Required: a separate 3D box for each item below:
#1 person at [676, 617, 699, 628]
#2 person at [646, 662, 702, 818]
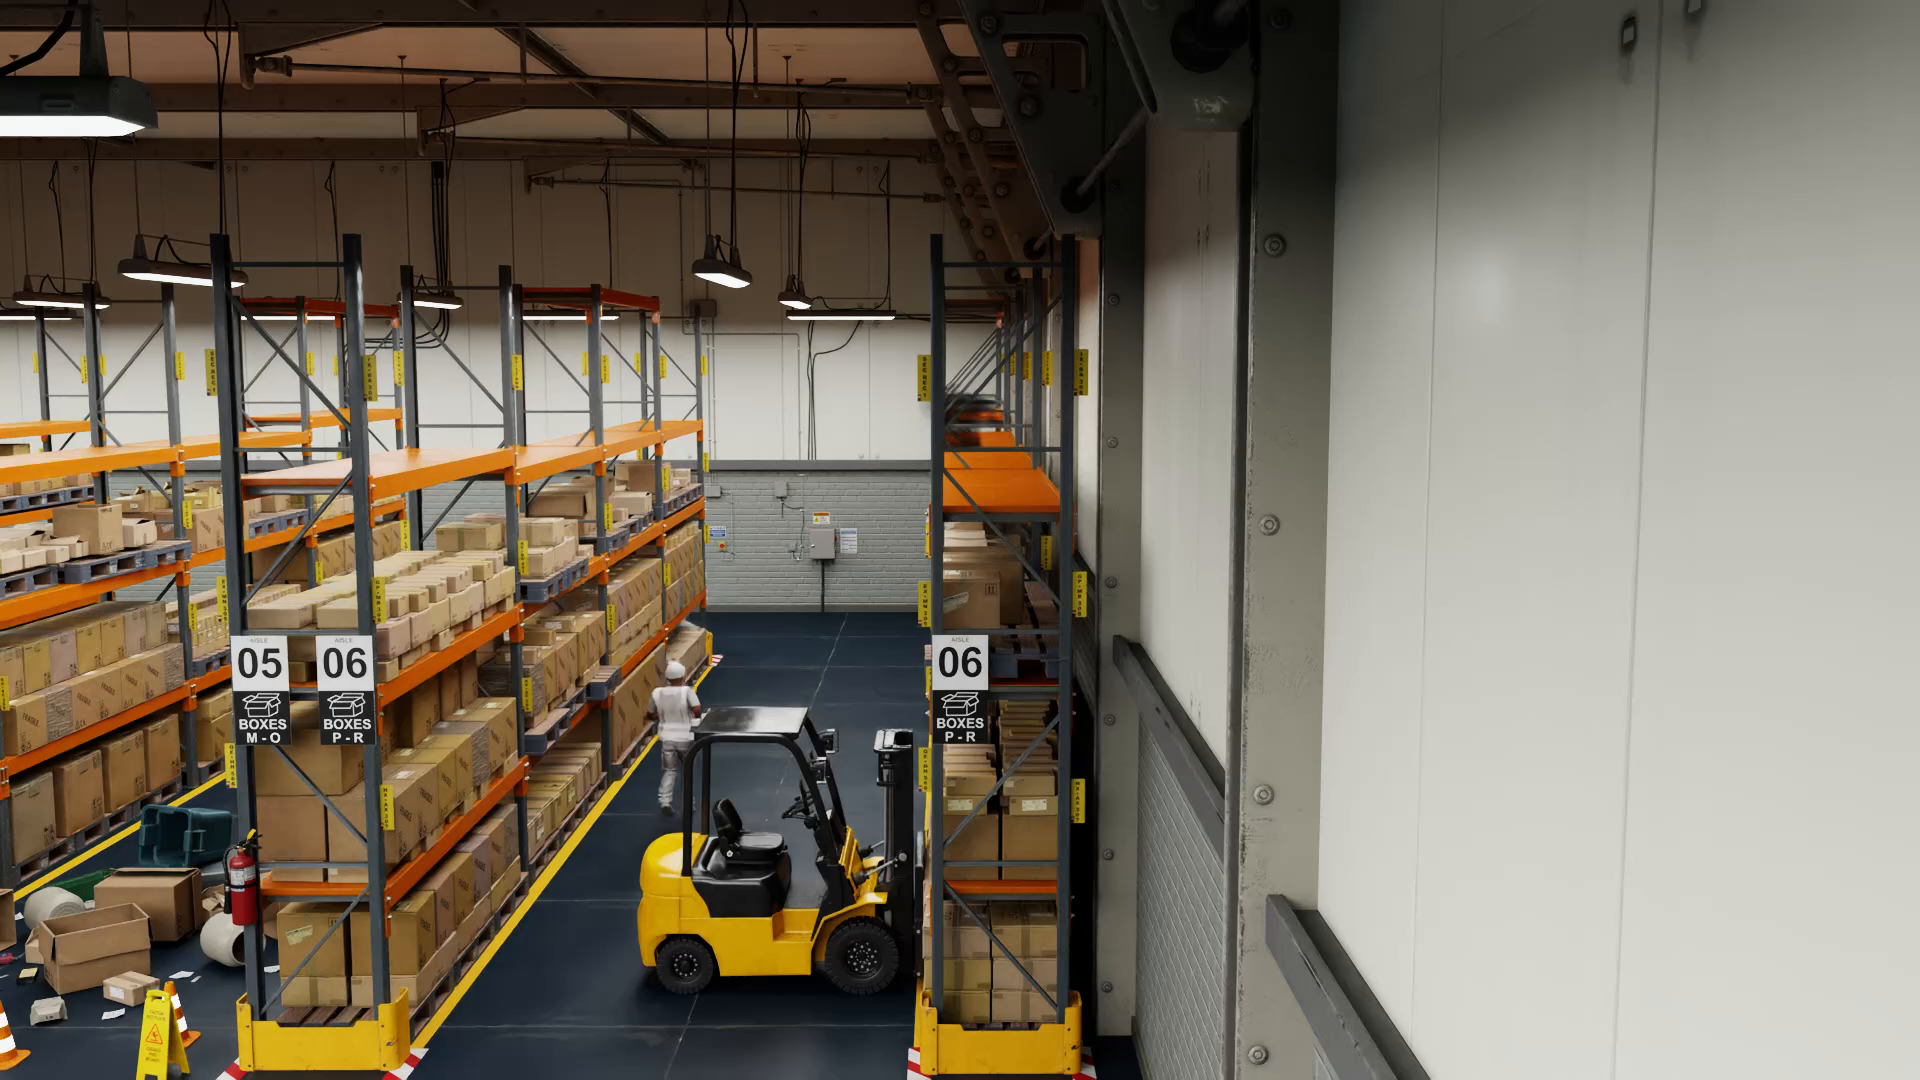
[{"bbox_3d":[-4.923,1.075,29.011,0.978,1.759,0.664,0,6,1],"label":"person"},{"bbox_3d":[-3.154,2.236,18.478,0.671,1.788,0.988,0,6,2],"label":"person"}]
